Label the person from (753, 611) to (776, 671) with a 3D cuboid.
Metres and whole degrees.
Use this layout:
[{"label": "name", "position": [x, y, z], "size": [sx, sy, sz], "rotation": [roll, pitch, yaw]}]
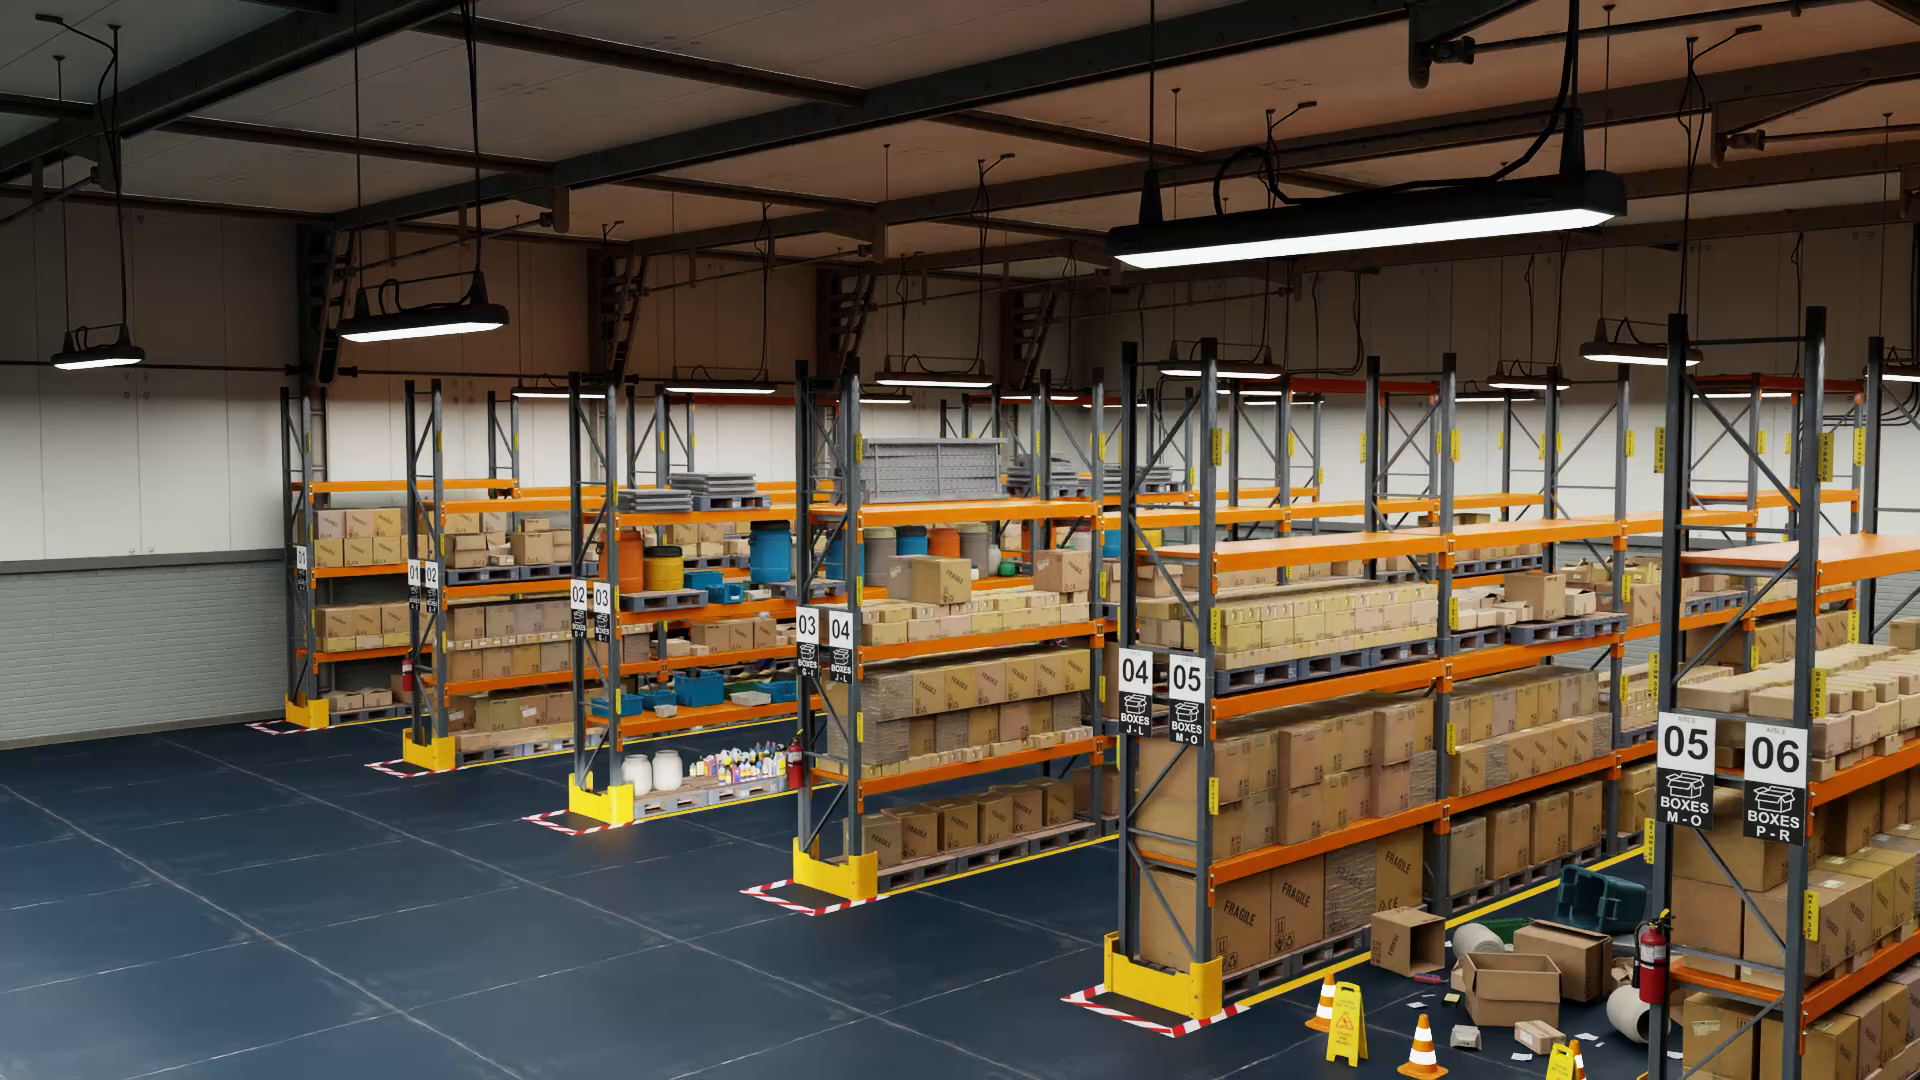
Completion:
[{"label": "person", "position": [-4.035, 1.984, 34.383], "size": [0.466, 1.580, 0.537], "rotation": [-2, 4, -26]}]
